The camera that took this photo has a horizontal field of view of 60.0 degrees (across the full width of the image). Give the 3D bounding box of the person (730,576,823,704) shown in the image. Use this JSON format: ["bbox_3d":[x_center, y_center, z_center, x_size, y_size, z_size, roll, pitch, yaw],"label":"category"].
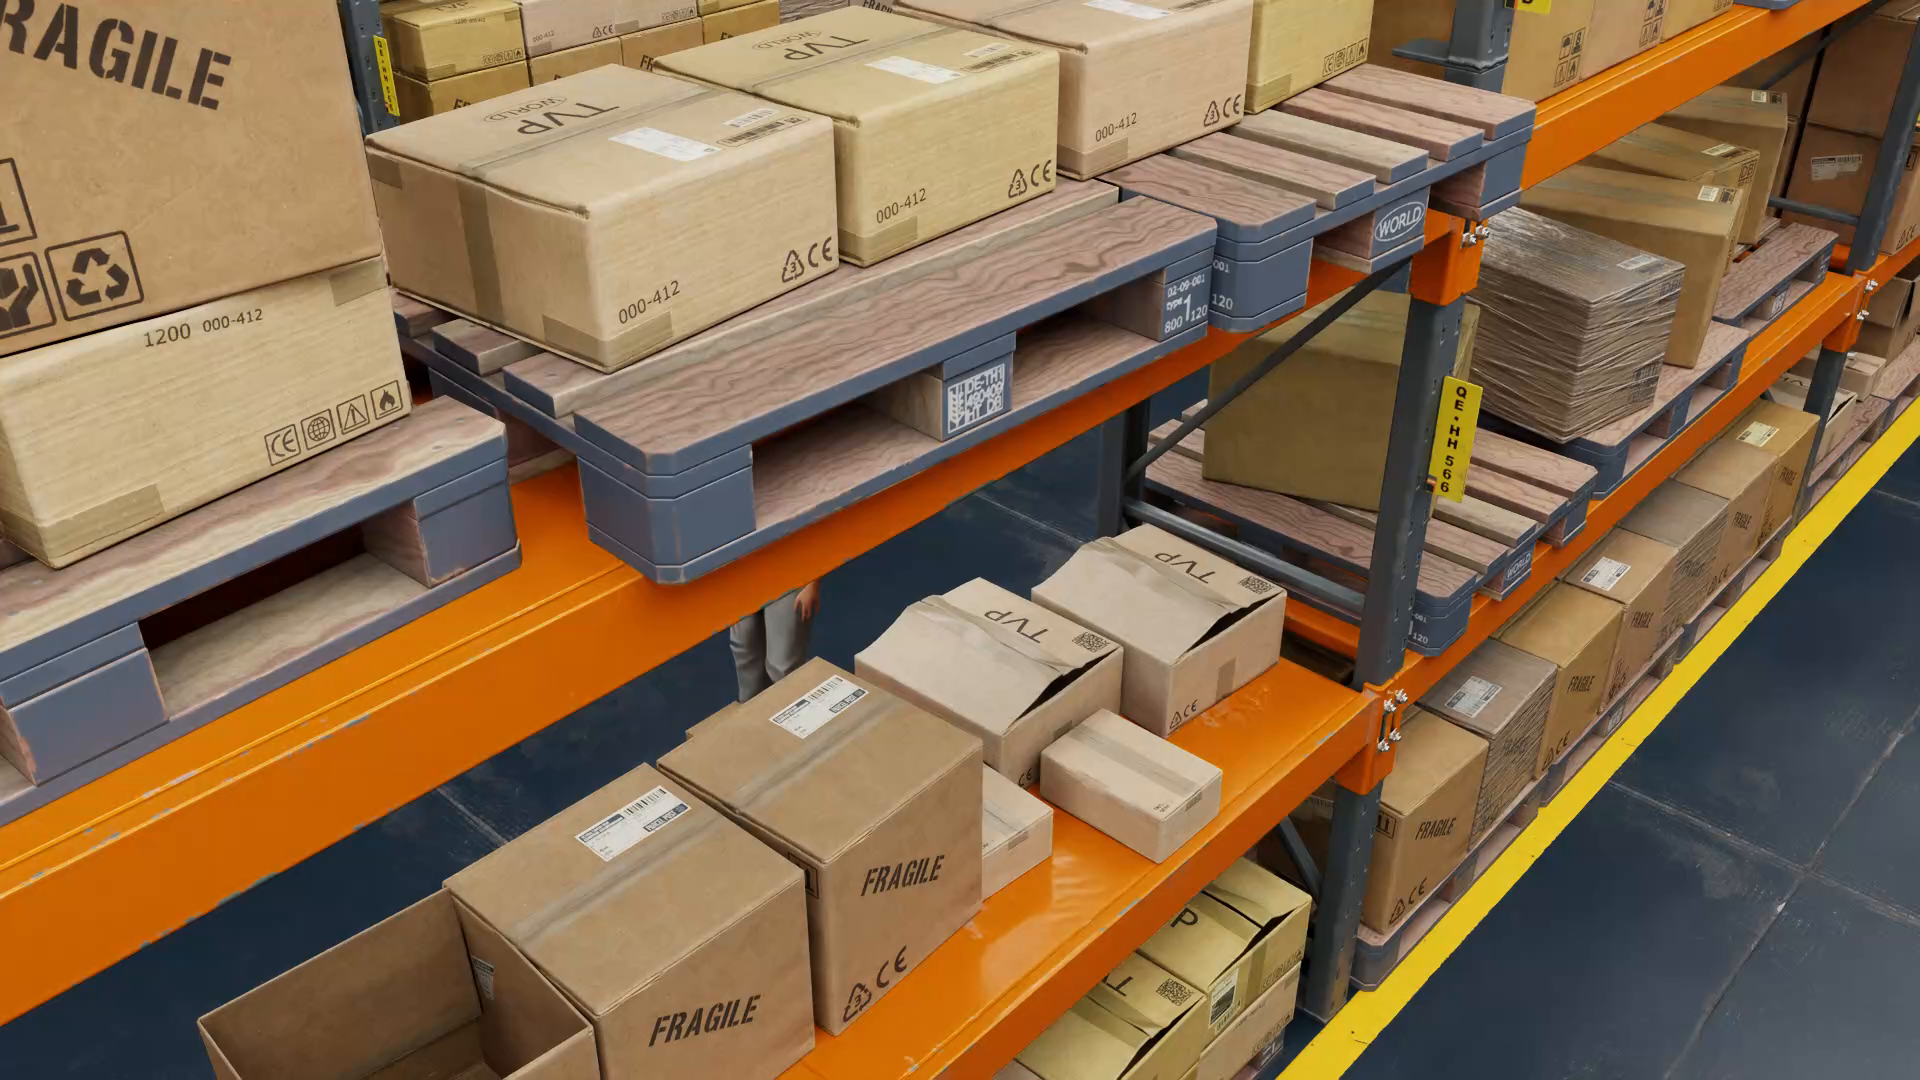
[{"bbox_3d":[-0.691,0.109,5.958,0.507,1.673,0.406,24,39,33],"label":"person"}]
